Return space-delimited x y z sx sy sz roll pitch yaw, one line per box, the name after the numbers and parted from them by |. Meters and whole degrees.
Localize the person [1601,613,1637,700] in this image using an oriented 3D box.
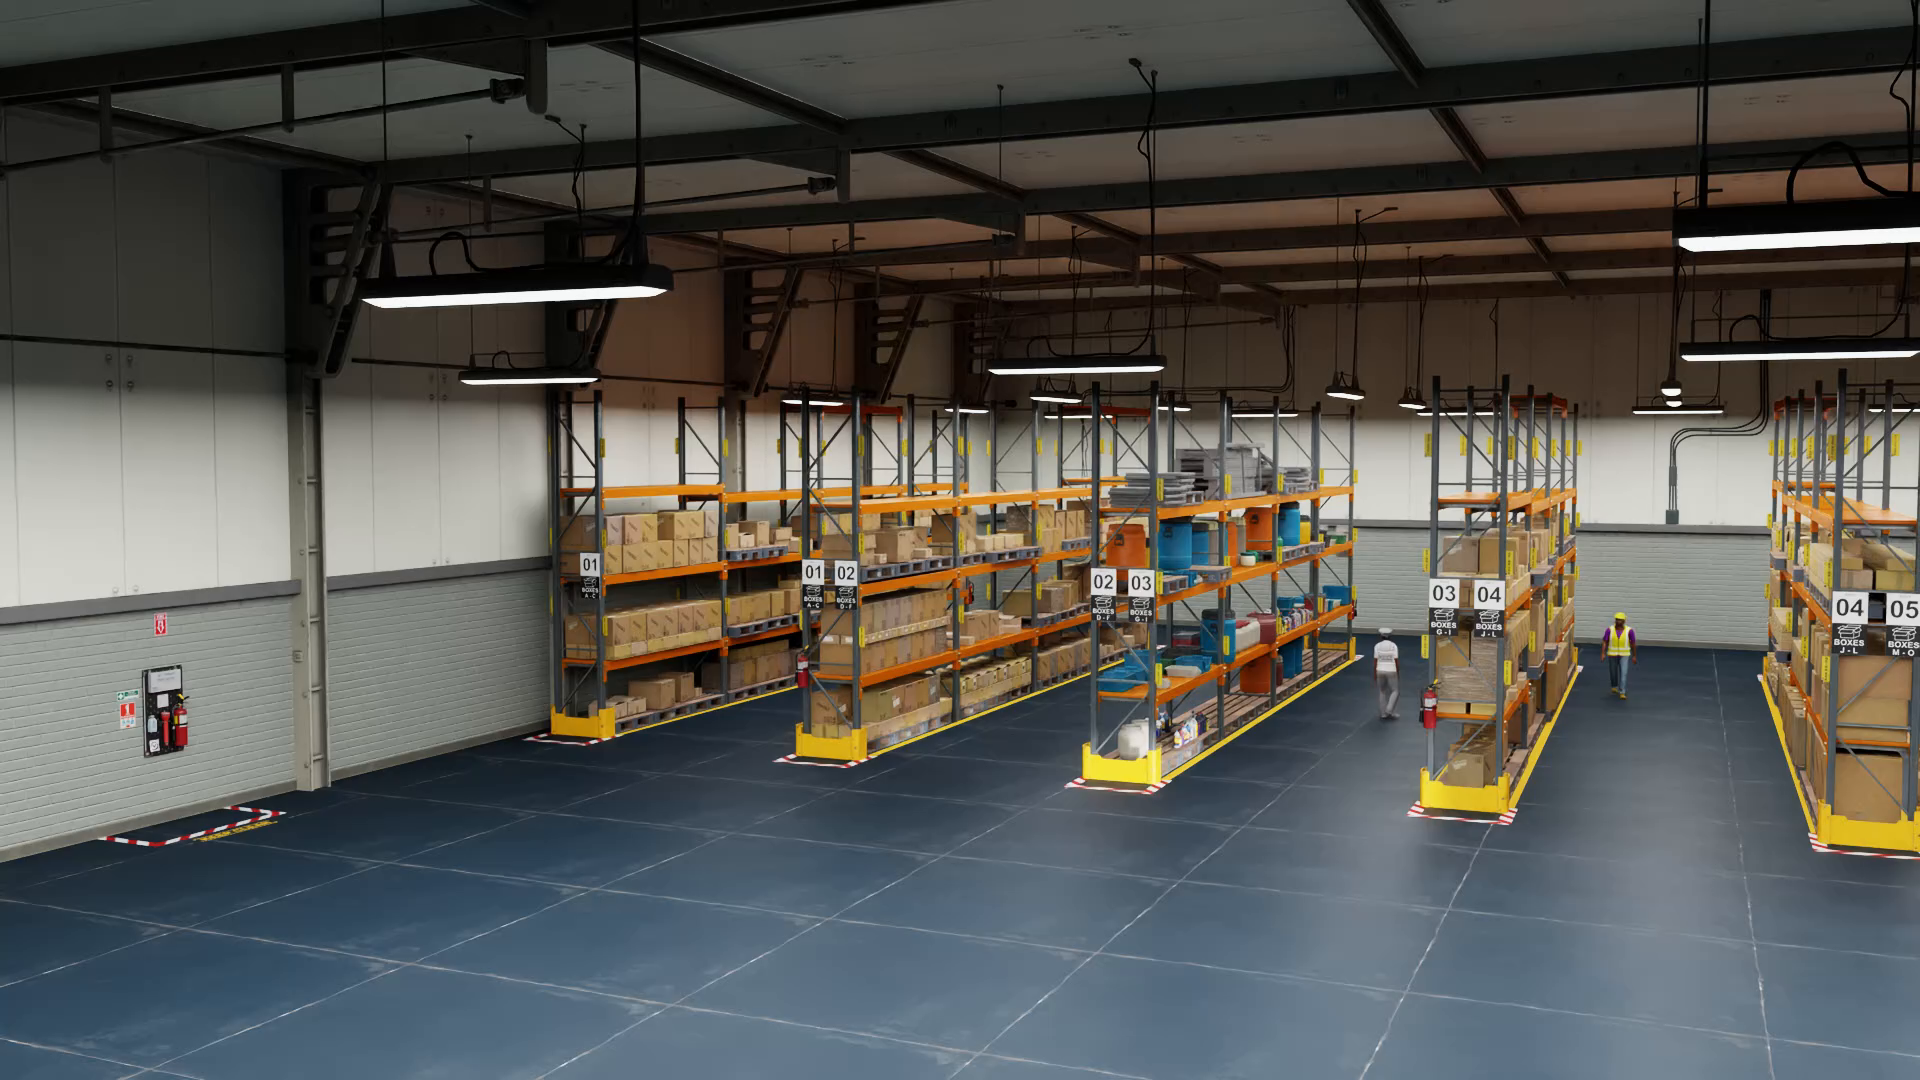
13.167 2.306 33.223 0.686 1.711 1.093 1 3 20 | person

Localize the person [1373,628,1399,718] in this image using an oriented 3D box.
7.904 2.472 30.789 0.500 1.673 0.513 1 3 22 | person

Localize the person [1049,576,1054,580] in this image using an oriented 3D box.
2.424 1.775 44.059 0.448 1.625 0.430 1 3 25 | person
